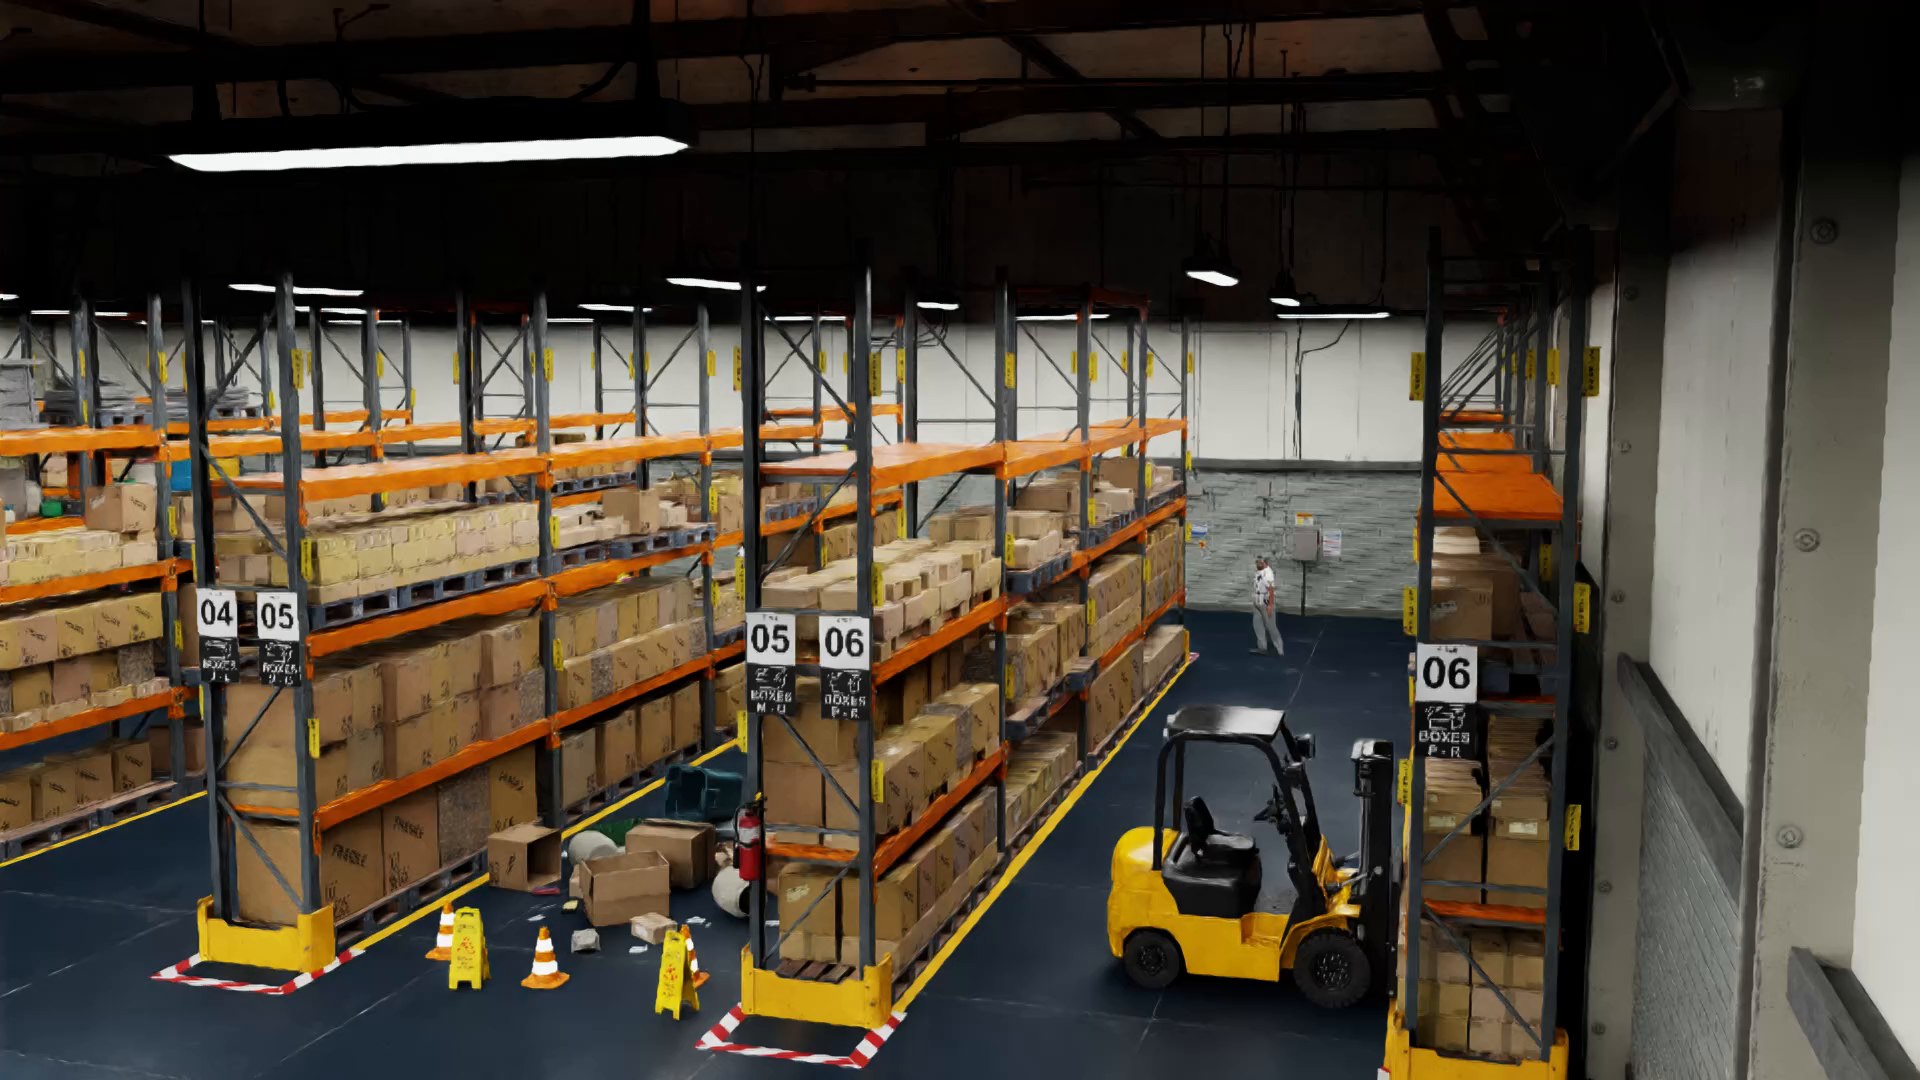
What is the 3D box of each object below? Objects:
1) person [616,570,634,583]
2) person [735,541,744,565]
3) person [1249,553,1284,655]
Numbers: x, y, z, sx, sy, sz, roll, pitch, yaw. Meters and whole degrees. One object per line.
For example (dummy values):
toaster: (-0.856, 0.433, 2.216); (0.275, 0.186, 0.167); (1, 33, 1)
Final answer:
person: (-5.506, 1.162, 27.802); (0.447, 1.771, 0.632); (-2, 7, -14)
person: (-4.141, 0.730, 32.310); (0.678, 1.658, 0.496); (-1, 7, -11)
person: (5.305, 1.104, 28.634); (0.554, 1.750, 0.652); (-1, 7, -11)
